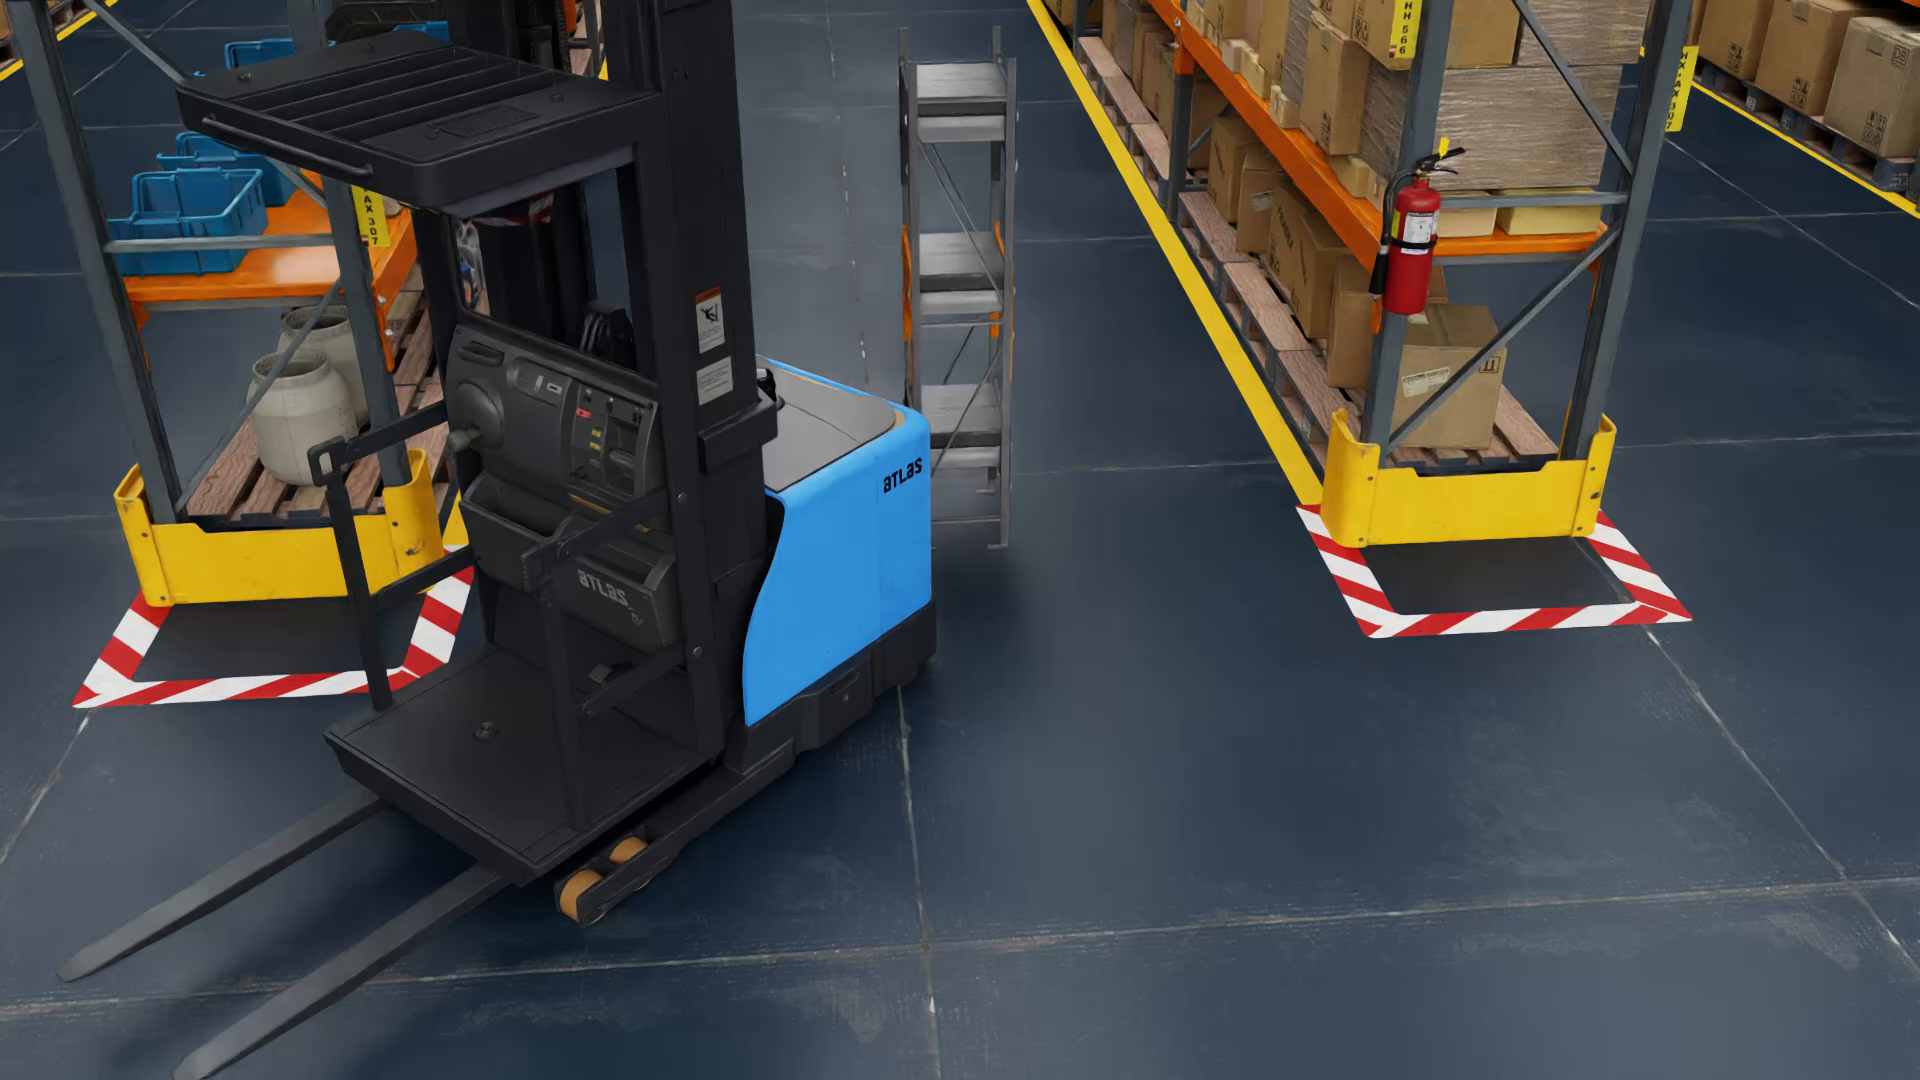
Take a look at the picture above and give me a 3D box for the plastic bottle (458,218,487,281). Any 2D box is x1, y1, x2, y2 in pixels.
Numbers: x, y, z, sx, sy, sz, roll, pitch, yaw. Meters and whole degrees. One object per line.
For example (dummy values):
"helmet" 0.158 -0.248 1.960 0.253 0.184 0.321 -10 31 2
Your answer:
"plastic bottle" -2.702 -1.608 9.171 0.144 0.351 0.185 -3 31 -5

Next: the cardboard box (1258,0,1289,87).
"cardboard box" 1.979 -2.544 8.197 0.875 0.500 0.500 -3 31 -5

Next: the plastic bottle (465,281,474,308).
"plastic bottle" -2.634 -1.296 8.795 0.097 0.201 0.097 0 31 0

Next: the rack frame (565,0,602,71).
"rack frame" -3.471 -5.176 12.991 1.000 3.000 0.127 -3 31 -5

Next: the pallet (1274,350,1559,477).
"pallet" 2.160 -0.587 8.027 1.003 0.211 1.213 -3 31 -5

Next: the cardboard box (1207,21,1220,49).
"cardboard box" 1.616 -2.885 9.399 0.380 0.149 0.250 -3 31 -5

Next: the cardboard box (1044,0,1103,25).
"cardboard box" 1.416 -5.035 14.416 1.225 0.875 0.875 -4 31 -7

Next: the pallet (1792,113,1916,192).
"pallet" 6.634 -2.750 11.649 1.003 0.211 1.213 -3 31 -5

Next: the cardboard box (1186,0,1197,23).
"cardboard box" 1.554 -3.139 9.825 0.380 0.149 0.250 -3 31 -5

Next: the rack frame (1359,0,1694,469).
"rack frame" 2.208 -1.329 6.550 1.000 3.000 0.127 -3 31 -5

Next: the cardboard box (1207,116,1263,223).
"cardboard box" 1.831 -2.272 10.157 0.500 0.500 0.500 -4 31 -6

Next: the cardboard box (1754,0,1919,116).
"cardboard box" 6.548 -3.577 12.098 1.050 0.750 0.750 -3 31 -5

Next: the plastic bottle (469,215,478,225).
"plastic bottle" -2.732 -1.773 9.447 0.144 0.351 0.185 -4 31 -7

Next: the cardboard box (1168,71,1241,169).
"cardboard box" 1.798 -2.801 11.024 0.700 0.500 0.500 -5 31 -8

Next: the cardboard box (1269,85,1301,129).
"cardboard box" 1.731 -2.118 8.115 0.380 0.149 0.250 -3 31 -5

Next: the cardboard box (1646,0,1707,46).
"cardboard box" 6.375 -4.499 13.641 1.050 0.750 0.750 -3 31 -5

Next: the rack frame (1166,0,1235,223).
"rack frame" 1.834 -3.371 9.969 1.000 3.000 0.127 -3 31 -5

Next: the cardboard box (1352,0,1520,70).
"cardboard box" 1.910 -2.198 6.642 0.500 0.500 0.500 -3 31 -5

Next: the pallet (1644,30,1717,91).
"pallet" 6.406 -3.996 13.734 1.003 0.211 1.213 -3 31 -5

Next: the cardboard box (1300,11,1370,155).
"cardboard box" 2.017 -2.031 7.338 0.875 0.500 0.500 -3 31 -5

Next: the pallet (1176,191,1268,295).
"pallet" 1.932 -1.833 10.113 1.003 0.211 1.213 -3 31 -5

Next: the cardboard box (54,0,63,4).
"cardboard box" -8.312 -5.092 14.858 0.500 0.500 0.500 -4 31 -6

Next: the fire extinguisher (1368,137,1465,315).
"fire extinguisher" 1.759 -1.215 6.435 0.296 0.674 0.183 -3 31 -5

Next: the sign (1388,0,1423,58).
"sign" 1.653 -1.945 6.144 0.100 0.325 0.005 -3 31 -5

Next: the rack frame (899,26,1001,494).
"rack frame" -0.038 -1.111 7.062 0.400 2.100 0.015 -3 31 -5

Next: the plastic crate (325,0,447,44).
"plastic crate" -3.175 -2.834 9.130 0.767 0.338 0.504 -3 31 -5

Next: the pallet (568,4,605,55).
"pallet" -3.586 -4.379 14.376 1.003 0.211 1.213 -3 31 -5

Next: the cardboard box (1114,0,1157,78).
"cardboard box" 1.607 -3.905 12.872 0.700 0.500 0.500 -5 31 -9

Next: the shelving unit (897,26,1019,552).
"shelving unit" -0.015 -0.986 6.853 0.431 2.100 0.503 -3 31 -5

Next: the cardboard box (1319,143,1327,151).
"cardboard box" 1.888 -1.868 7.696 0.380 0.149 0.250 -3 31 -5

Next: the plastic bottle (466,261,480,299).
"plastic bottle" -2.653 -1.401 8.971 0.097 0.201 0.097 0 31 0

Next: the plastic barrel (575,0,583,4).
"plastic barrel" -3.639 -5.147 14.883 0.600 0.588 0.708 -3 31 -5

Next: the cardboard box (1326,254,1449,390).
"cardboard box" 2.076 -1.059 8.126 0.500 0.500 0.500 5 31 8

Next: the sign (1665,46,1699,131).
"sign" 2.748 -1.727 6.371 0.100 0.325 0.005 -3 31 -5

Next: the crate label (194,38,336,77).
"crate label" -3.165 -2.034 7.695 0.502 0.435 0.616 -3 31 -5

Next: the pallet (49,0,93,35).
"pallet" -8.546 -4.748 14.993 1.003 0.211 1.213 -3 31 -5

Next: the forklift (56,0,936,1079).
"forklift" -1.391 -0.339 4.959 1.130 2.935 3.031 22 37 32

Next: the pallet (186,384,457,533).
"pallet" -2.848 -0.346 7.624 1.003 0.211 1.213 -3 31 -5

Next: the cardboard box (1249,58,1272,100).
"cardboard box" 1.708 -2.374 8.544 0.380 0.149 0.250 -3 31 -5

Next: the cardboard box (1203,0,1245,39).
"cardboard box" 1.826 -3.052 9.047 0.875 0.500 0.500 -3 31 -5

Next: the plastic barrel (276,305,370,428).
"plastic barrel" -2.908 -0.792 7.668 0.421 0.512 0.421 0 31 0

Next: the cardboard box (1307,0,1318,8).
"cardboard box" 1.813 -2.708 7.496 0.500 0.500 0.500 -3 31 -5

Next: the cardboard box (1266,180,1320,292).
"cardboard box" 2.029 -1.667 9.144 0.500 0.500 0.500 -5 31 -9

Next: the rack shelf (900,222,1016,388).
"rack shelf" -0.015 -0.974 6.860 0.431 0.518 0.480 -3 31 -5

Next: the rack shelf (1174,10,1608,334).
"rack shelf" 2.021 -2.041 8.444 1.077 0.370 4.000 -3 31 -5

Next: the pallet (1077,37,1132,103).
"pallet" 1.532 -3.817 13.435 1.003 0.211 1.213 -3 31 -5

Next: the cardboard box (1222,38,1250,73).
"cardboard box" 1.631 -2.628 8.969 0.380 0.149 0.250 -3 31 -5

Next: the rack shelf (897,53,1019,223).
"rack shelf" -0.015 -1.575 6.501 0.431 0.518 0.480 -3 31 -5

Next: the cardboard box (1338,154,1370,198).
"cardboard box" 1.878 -1.610 7.265 0.380 0.149 0.250 -3 31 -5

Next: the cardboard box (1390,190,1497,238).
"cardboard box" 1.975 -1.357 6.841 0.380 0.149 0.250 -3 31 -5

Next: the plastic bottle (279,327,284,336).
"plastic bottle" -3.332 -0.996 8.292 0.097 0.201 0.097 0 31 0

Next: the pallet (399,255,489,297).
"pallet" -3.076 -1.592 9.709 1.003 0.211 1.213 -3 31 -5

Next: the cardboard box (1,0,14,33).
"cardboard box" -8.216 -4.569 13.984 0.500 0.500 0.500 -4 31 -6

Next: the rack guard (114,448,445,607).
"rack guard" -2.778 -0.055 6.855 1.175 0.500 0.348 -3 31 -5

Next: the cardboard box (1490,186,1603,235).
"cardboard box" 2.418 -1.378 6.877 0.380 0.149 0.250 -3 31 -5

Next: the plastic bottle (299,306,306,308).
"plastic bottle" -3.328 -1.158 8.490 0.152 0.276 0.135 -3 31 -4

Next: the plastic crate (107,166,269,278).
"plastic crate" -3.068 -1.269 6.594 0.499 0.251 0.616 -3 31 -5

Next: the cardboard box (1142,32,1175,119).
"cardboard box" 1.719 -3.331 11.911 0.700 0.500 0.500 -5 31 -9

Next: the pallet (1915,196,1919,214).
"pallet" 6.775 -1.968 10.339 1.003 0.211 1.213 -3 31 -5

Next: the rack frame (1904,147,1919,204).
"rack frame" 6.782 -3.557 10.280 1.000 3.000 0.127 -3 31 -5
